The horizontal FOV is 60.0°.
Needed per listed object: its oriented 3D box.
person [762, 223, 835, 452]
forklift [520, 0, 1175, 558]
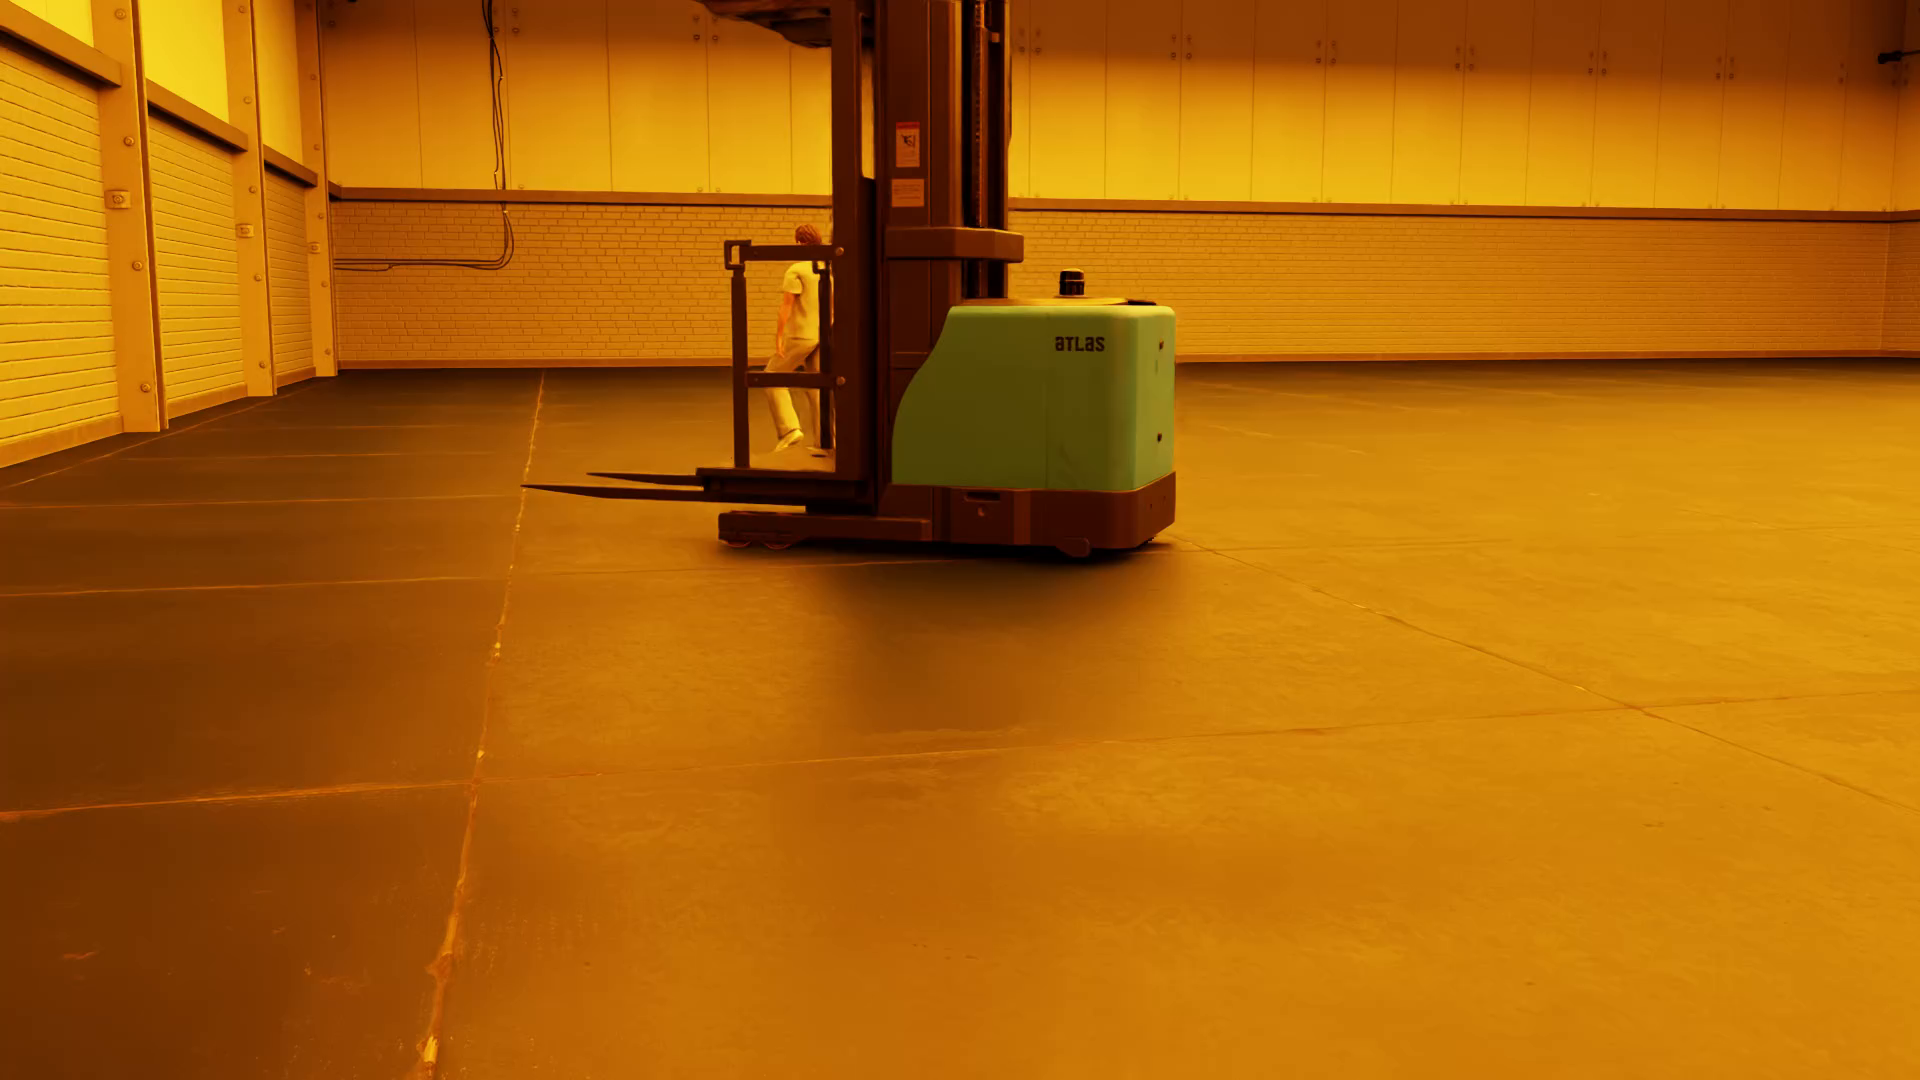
[{"bbox_3d":[-1.111,-1.414,11.890,0.549,1.667,0.476,-7,11,-41],"label":"person"},{"bbox_3d":[-0.569,-1.472,7.653,3.031,2.935,1.130,3,8,18],"label":"forklift"}]
